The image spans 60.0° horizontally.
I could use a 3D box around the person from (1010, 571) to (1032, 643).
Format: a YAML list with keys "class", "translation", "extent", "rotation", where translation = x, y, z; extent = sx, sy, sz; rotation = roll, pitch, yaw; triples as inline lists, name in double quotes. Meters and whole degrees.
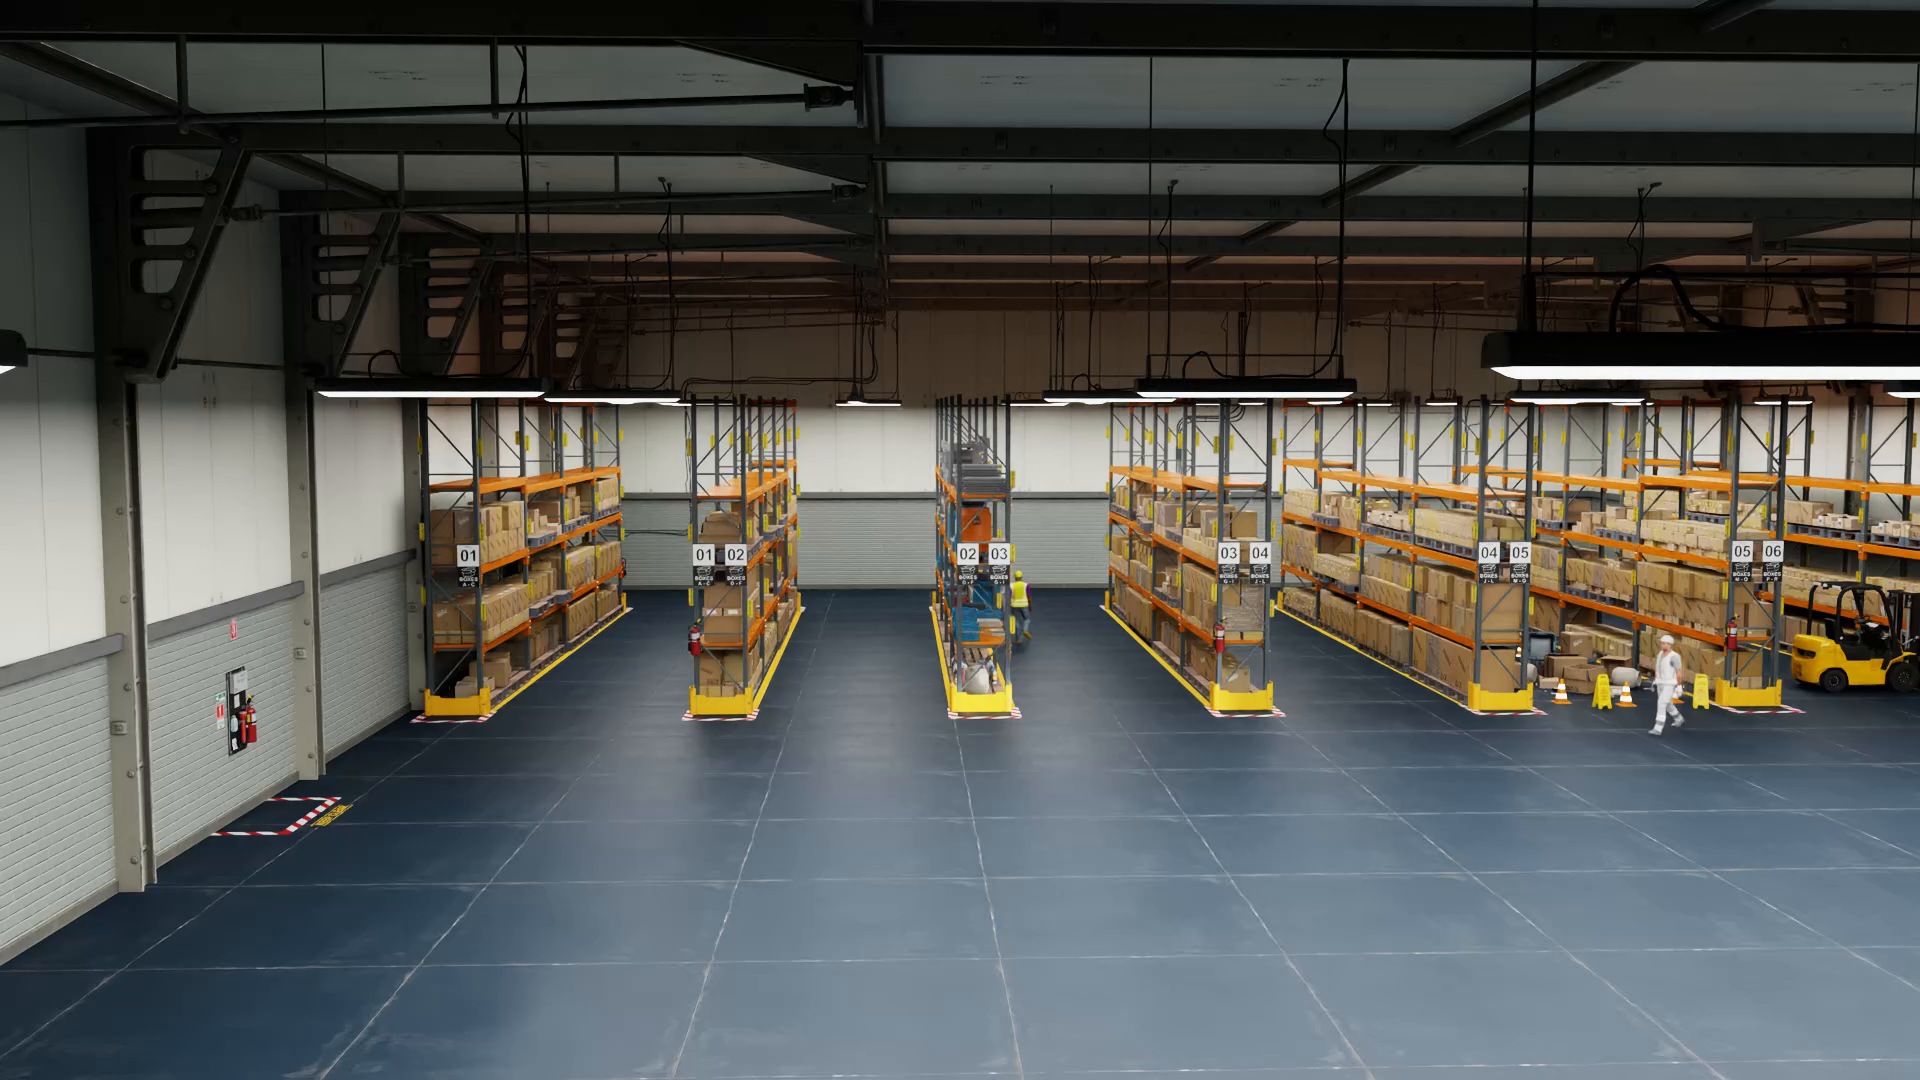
- class: "person"
  translation: [1.455, 1.639, 40.675]
  extent: [0.609, 1.766, 0.602]
  rotation: [0, 4, 2]

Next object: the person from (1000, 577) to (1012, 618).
- class: "person"
  translation: [1.199, 1.416, 44.682]
  extent: [0.415, 1.536, 1.003]
  rotation: [-3, 5, -30]

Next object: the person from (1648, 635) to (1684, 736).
- class: "person"
  translation: [12.468, 2.543, 29.264]
  extent: [1.051, 1.749, 0.551]
  rotation: [-2, 5, -27]
